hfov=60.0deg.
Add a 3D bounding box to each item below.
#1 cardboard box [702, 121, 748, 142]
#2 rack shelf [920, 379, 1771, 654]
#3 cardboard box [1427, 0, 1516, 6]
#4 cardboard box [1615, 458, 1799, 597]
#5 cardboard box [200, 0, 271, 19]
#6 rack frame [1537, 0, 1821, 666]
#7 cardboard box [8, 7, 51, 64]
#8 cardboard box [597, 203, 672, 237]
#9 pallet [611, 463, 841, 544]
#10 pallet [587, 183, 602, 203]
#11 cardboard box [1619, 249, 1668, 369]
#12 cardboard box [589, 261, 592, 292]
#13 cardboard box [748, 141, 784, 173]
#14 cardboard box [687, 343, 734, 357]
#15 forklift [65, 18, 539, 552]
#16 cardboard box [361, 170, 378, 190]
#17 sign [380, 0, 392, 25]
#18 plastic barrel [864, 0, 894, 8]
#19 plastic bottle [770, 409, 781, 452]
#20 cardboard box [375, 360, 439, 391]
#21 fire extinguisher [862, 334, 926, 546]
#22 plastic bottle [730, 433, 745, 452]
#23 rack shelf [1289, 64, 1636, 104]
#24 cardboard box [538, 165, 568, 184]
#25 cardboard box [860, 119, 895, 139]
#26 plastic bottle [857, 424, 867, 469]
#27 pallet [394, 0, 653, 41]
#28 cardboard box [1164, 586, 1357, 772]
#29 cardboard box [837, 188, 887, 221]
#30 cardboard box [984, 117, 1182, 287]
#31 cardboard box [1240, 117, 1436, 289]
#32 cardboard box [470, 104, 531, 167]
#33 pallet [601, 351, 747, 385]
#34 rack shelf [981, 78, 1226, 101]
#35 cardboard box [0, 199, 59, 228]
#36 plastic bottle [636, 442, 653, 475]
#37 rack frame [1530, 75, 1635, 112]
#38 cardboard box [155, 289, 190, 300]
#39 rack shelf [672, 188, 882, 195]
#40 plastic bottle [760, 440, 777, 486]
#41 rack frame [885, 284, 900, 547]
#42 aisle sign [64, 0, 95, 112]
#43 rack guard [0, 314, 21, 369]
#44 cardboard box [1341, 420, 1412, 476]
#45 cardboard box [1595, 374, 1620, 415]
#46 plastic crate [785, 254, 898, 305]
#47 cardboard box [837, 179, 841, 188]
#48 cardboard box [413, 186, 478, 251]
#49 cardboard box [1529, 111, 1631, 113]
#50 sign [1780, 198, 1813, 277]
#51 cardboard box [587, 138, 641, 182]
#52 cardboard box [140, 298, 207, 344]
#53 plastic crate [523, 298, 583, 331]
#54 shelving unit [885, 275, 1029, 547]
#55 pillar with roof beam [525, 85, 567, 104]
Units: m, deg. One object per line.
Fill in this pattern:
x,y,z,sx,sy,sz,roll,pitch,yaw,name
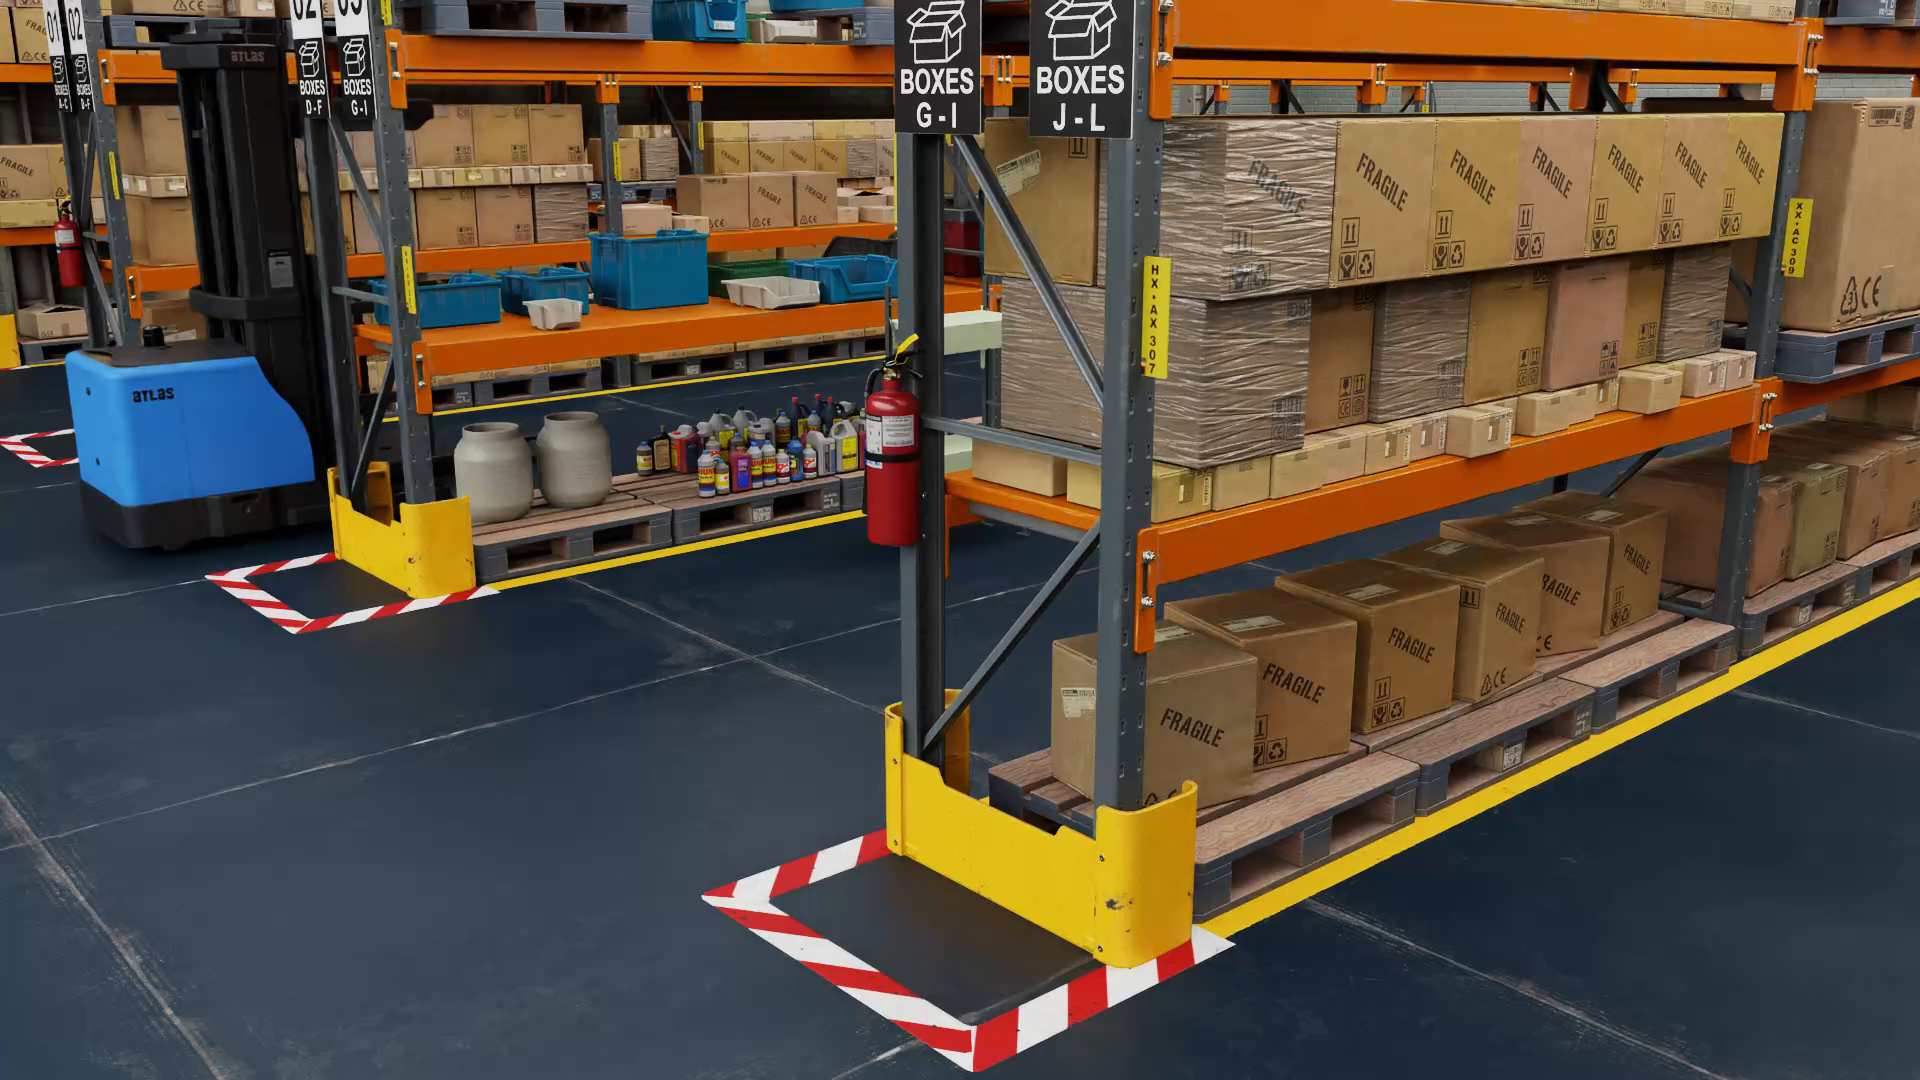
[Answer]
-3.012,-5.137,20.907,0.500,0.250,0.500,-12,19,-38,cardboard box
1.683,-0.285,6.397,4.000,0.370,1.077,-13,19,-39,rack shelf
1.469,-1.873,5.428,0.500,0.250,0.500,-13,20,-40,cardboard box
3.669,-0.076,8.212,0.700,0.500,0.500,14,21,43,cardboard box
-5.630,-4.116,12.740,0.500,0.250,0.500,-13,19,-39,cardboard box
3.192,-0.971,7.572,0.127,3.000,1.000,-13,19,-39,rack frame
-8.735,-4.785,15.808,0.500,0.500,0.500,-11,19,-36,cardboard box
-2.966,-2.920,15.158,0.500,0.250,0.500,-11,19,-36,cardboard box
-1.514,-0.275,10.369,1.213,0.211,1.003,-13,19,-39,pallet
-5.012,-4.105,19.679,1.213,0.211,1.003,-13,19,-39,pallet
2.411,-1.021,6.989,0.500,0.500,0.875,-13,19,-39,cardboard box
-4.519,-3.350,20.469,0.500,0.500,0.700,-13,20,-39,cardboard box
-2.610,-4.863,21.333,0.500,0.500,0.500,-12,19,-38,cardboard box
-2.455,-1.881,15.494,0.500,0.250,0.500,-12,19,-38,cardboard box
-3.809,-1.644,10.225,3.031,2.935,1.130,-12,19,-39,forklift
-4.728,-2.869,13.228,0.250,0.149,0.380,-12,19,-39,cardboard box
-2.719,-2.603,7.854,0.005,0.325,0.100,-13,19,-39,sign
-0.513,-3.607,10.597,0.421,0.512,0.421,0,15,0,plastic barrel
-1.235,-0.728,11.073,0.133,0.283,0.061,-12,19,-37,plastic bottle
-4.643,-1.398,13.687,0.500,0.250,0.500,-13,19,-39,cardboard box
-0.215,-0.326,5.309,0.183,0.674,0.296,-13,19,-39,fire extinguisher
-1.432,-0.588,10.710,0.097,0.201,0.097,0,15,0,plastic bottle
4.467,-4.053,14.693,4.000,0.370,1.077,-13,19,-39,rack shelf
-3.561,-3.133,14.214,0.250,0.149,0.380,-13,20,-41,cardboard box
-1.104,-5.569,22.526,0.500,0.250,0.500,-12,19,-38,cardboard box
-0.597,-0.602,10.602,0.133,0.283,0.061,-11,19,-36,plastic bottle
-2.389,-2.737,8.736,1.213,0.211,1.003,-13,19,-39,pallet
1.085,0.501,6.092,0.500,0.500,0.500,-7,17,-25,cardboard box
-1.093,-3.421,16.917,0.500,0.311,0.500,-13,20,-40,cardboard box
0.427,-1.110,5.384,0.500,0.500,0.500,-13,19,-39,cardboard box
1.150,-1.092,5.317,0.500,0.500,0.500,-13,19,-39,cardboard box
-4.019,-3.413,14.007,0.500,0.500,0.700,-13,20,-39,cardboard box
-2.778,-1.685,15.650,1.213,0.211,1.003,-13,19,-39,pallet
1.218,-5.018,18.306,4.000,0.370,1.077,-13,19,-39,rack shelf
-9.004,-3.144,15.961,0.500,0.250,0.500,-13,20,-41,cardboard box
-1.979,-0.515,10.434,0.097,0.201,0.097,0,15,0,plastic bottle
5.975,-3.290,16.256,0.127,3.000,1.000,-13,19,-39,rack frame
-7.983,-2.502,17.295,0.500,0.500,0.700,-14,21,-43,cardboard box
-2.037,-4.533,22.301,4.000,0.370,1.077,-13,19,-39,rack shelf
-1.171,-0.473,10.144,0.097,0.271,0.097,0,15,0,plastic bottle
-0.281,-0.661,9.320,0.023,1.500,0.400,-13,19,-39,rack frame
-6.174,-3.408,11.658,0.004,0.787,0.394,-13,19,-39,aisle sign
-9.523,-1.991,16.237,0.348,0.500,1.175,-13,19,-39,rack guard
1.314,-0.339,5.694,0.250,0.149,0.380,-13,19,-39,cardboard box
2.409,-0.604,6.686,0.250,0.149,0.380,-13,19,-39,cardboard box
-0.716,-1.623,10.302,0.616,0.251,0.499,-13,19,-39,plastic crate
-1.792,-4.746,22.152,0.250,0.149,0.380,-12,19,-38,cardboard box
-4.414,-2.697,13.841,0.500,0.500,0.700,-12,19,-39,cardboard box
2.685,-1.619,7.292,0.500,0.500,0.500,-13,19,-39,cardboard box
3.554,-1.285,7.070,0.005,0.325,0.100,-13,19,-39,sign
-4.297,-4.621,20.190,0.700,0.500,0.500,14,20,42,cardboard box
-6.117,-1.608,13.019,0.500,0.500,0.500,-13,19,-39,cardboard box
-2.191,-1.219,9.013,0.250,0.136,0.298,-13,19,-39,plastic crate
-0.005,-0.723,9.552,0.755,1.500,0.431,-13,19,-39,shelving unit
-2.268,-6.550,16.834,0.400,9.000,9.100,-13,19,-39,pillar with roof beam
